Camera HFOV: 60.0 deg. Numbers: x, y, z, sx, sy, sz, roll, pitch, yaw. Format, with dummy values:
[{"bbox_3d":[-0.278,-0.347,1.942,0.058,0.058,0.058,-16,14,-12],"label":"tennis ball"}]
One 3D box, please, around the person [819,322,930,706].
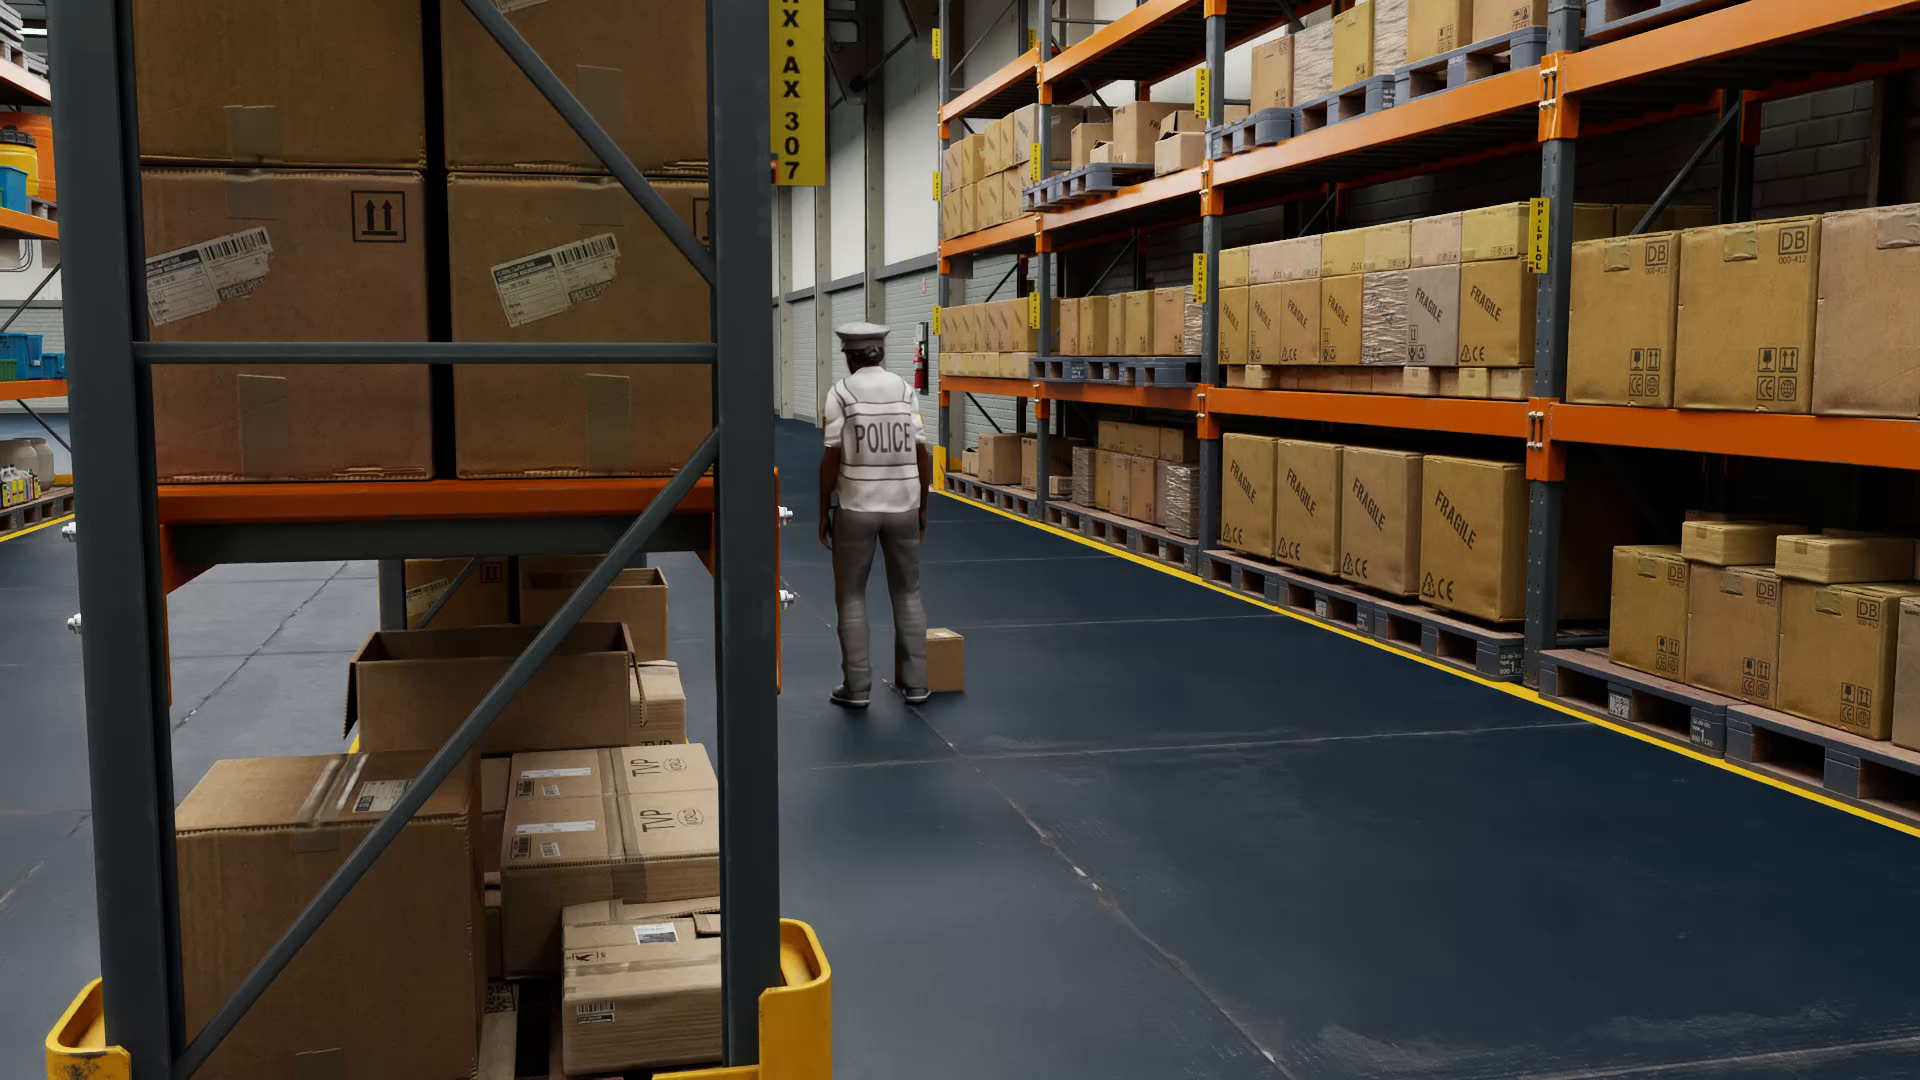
[{"bbox_3d":[-0.360,-0.112,7.211,0.530,1.658,0.397,-2,7,-19],"label":"person"}]
